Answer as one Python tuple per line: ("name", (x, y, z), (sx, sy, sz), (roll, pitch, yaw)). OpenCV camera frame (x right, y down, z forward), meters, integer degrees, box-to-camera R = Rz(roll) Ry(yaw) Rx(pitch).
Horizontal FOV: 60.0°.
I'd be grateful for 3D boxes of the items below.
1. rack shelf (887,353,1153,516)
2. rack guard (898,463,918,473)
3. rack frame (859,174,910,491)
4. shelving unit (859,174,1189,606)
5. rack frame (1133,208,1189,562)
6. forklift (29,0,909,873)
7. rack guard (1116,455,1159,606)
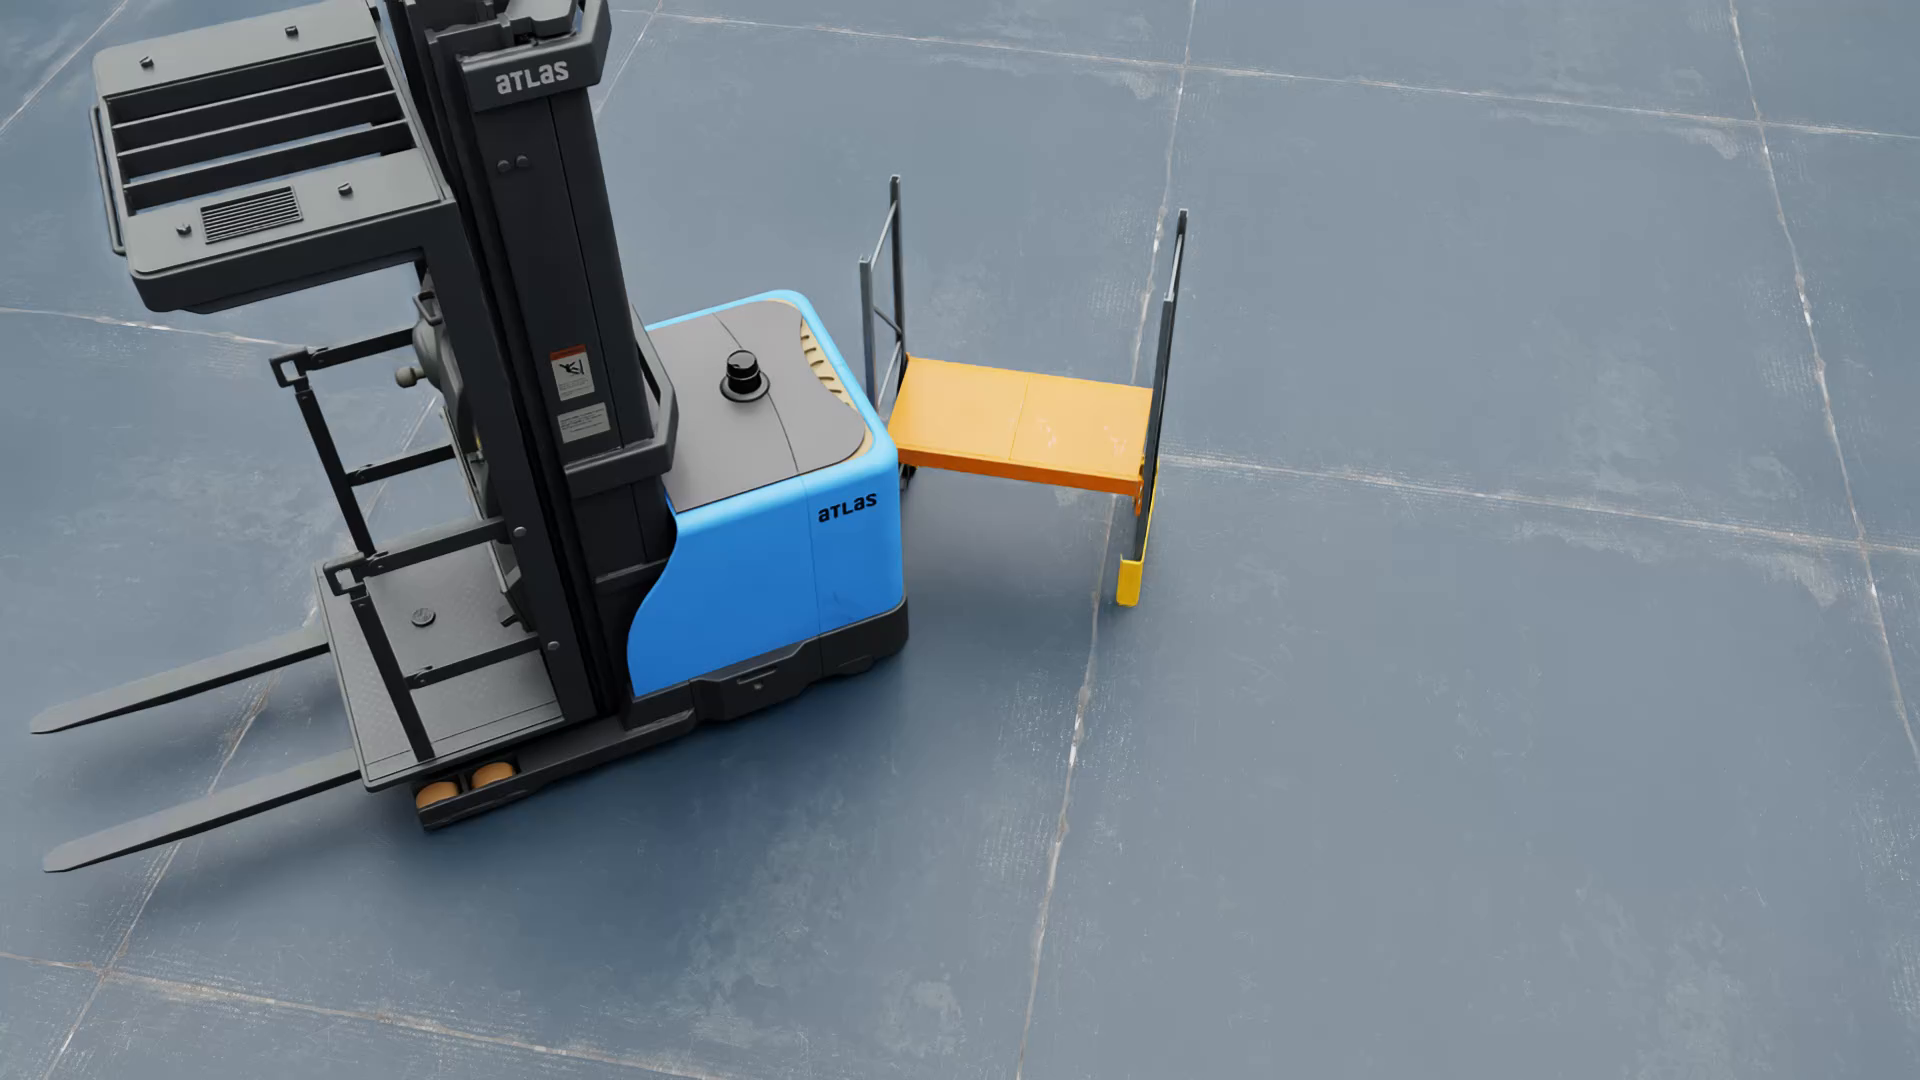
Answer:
("rack shelf", (0.226, -0.411, 6.324), (1.000, 0.185, 0.538), (8, 49, 7))
("rack guard", (-0.272, -0.186, 6.721), (0.087, 0.250, 0.587), (8, 49, 7))
("rack frame", (-0.273, -0.604, 6.256), (0.032, 1.500, 0.500), (8, 49, 7))
("shelving unit", (0.217, -0.532, 6.192), (1.083, 1.500, 0.587), (8, 49, 7))
("rack frame", (0.725, -0.458, 6.125), (0.032, 1.500, 0.500), (8, 49, 7))
("forklift", (-1.756, -0.430, 5.137), (3.031, 2.935, 1.130), (-19, 51, -16))
("rack guard", (0.705, -0.043, 6.592), (0.087, 0.250, 0.587), (8, 49, 7))
